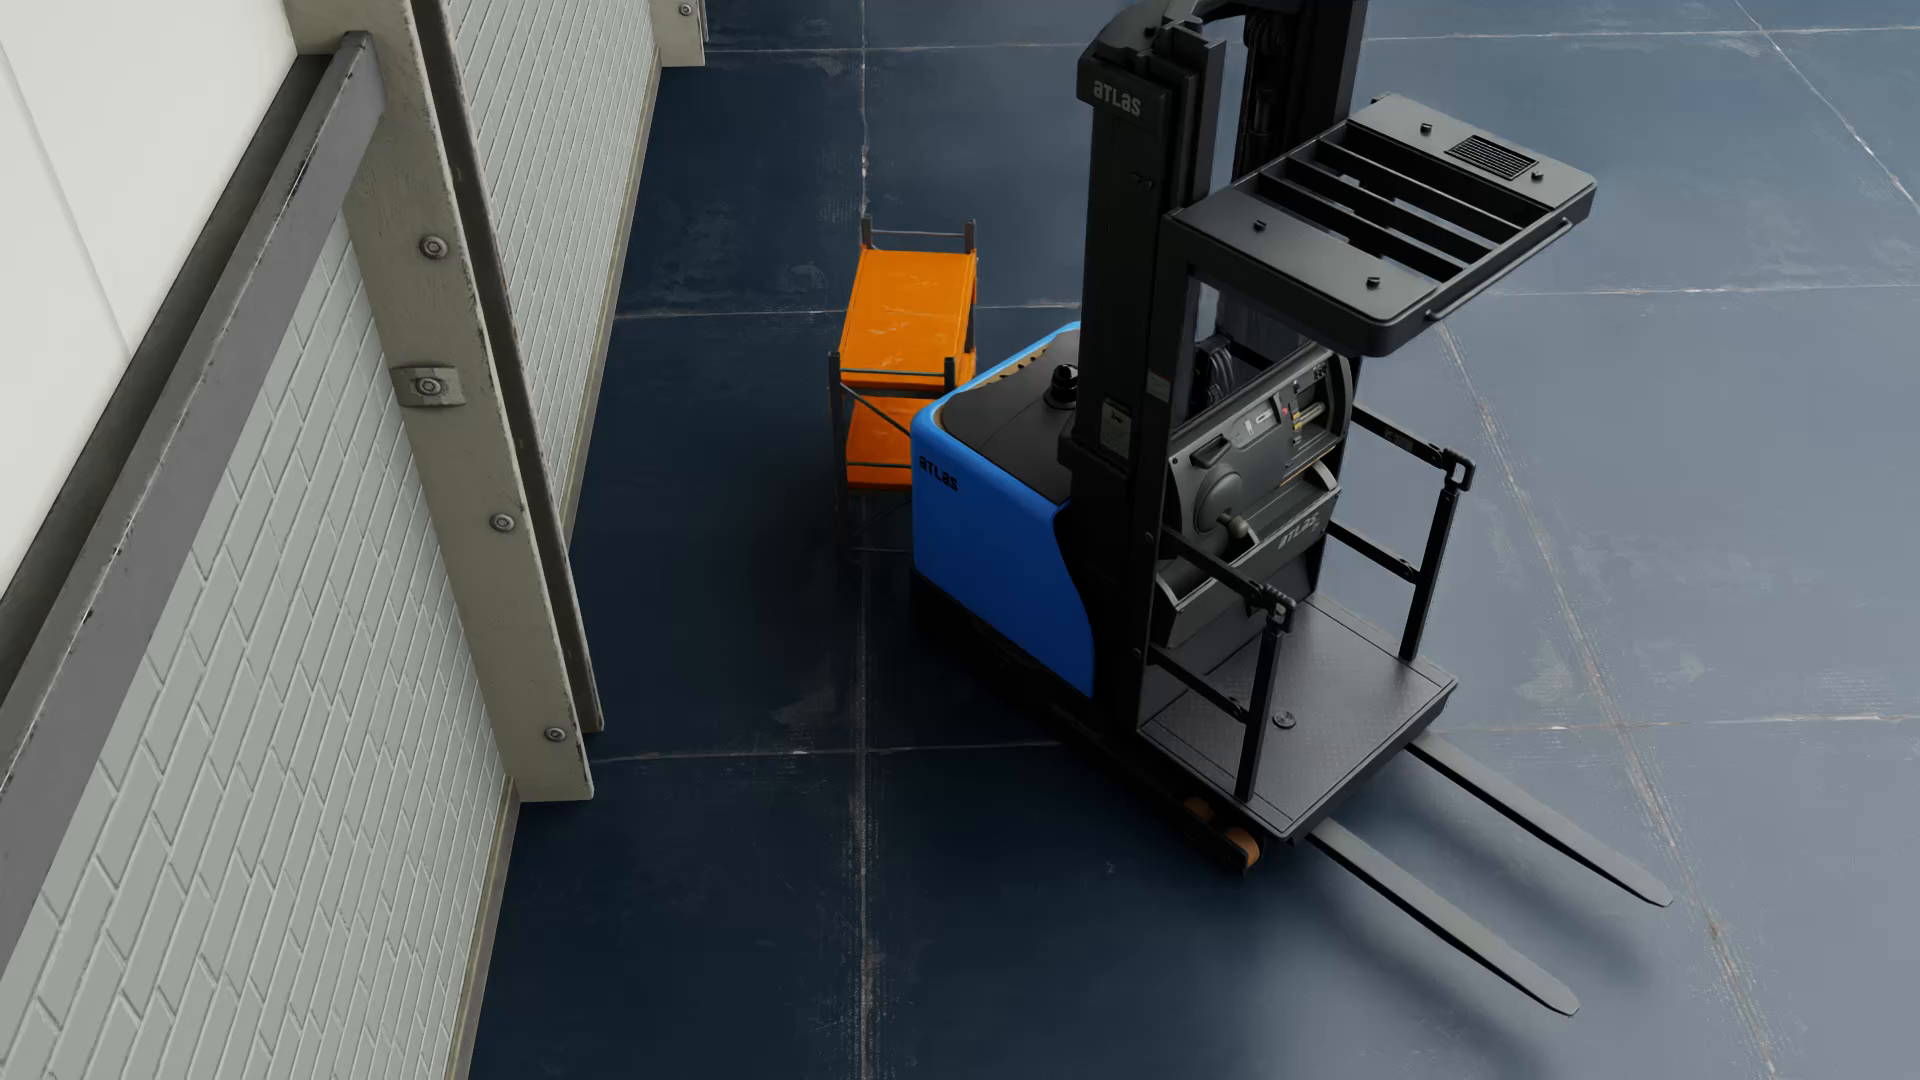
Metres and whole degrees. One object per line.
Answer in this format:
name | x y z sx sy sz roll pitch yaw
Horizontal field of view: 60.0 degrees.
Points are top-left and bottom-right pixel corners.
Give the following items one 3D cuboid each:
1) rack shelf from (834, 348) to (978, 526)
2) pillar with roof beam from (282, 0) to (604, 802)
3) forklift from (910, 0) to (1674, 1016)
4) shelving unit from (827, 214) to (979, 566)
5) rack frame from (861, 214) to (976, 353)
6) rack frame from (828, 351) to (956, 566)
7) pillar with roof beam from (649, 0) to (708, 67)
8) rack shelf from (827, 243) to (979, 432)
rack shelf | -0.225 -0.468 7.439 0.538 0.278 1.000 3 43 4
pillar with roof beam | 2.741 -2.584 3.559 9.100 9.000 0.400 -2 43 -2
forklift | 1.175 -0.268 5.523 1.130 2.935 3.031 -33 52 -31
shelving unit | -0.225 -0.648 7.274 0.538 1.125 1.048 3 43 4
rack frame | -0.182 -0.990 7.647 0.500 1.125 0.032 3 43 4
rack frame | -0.268 -0.306 6.901 0.500 1.125 0.032 3 43 4
pillar with roof beam | 2.486 -6.634 7.978 9.100 9.000 0.400 -2 43 -2
rack shelf | -0.225 -0.864 7.076 0.538 0.278 1.000 3 43 4
